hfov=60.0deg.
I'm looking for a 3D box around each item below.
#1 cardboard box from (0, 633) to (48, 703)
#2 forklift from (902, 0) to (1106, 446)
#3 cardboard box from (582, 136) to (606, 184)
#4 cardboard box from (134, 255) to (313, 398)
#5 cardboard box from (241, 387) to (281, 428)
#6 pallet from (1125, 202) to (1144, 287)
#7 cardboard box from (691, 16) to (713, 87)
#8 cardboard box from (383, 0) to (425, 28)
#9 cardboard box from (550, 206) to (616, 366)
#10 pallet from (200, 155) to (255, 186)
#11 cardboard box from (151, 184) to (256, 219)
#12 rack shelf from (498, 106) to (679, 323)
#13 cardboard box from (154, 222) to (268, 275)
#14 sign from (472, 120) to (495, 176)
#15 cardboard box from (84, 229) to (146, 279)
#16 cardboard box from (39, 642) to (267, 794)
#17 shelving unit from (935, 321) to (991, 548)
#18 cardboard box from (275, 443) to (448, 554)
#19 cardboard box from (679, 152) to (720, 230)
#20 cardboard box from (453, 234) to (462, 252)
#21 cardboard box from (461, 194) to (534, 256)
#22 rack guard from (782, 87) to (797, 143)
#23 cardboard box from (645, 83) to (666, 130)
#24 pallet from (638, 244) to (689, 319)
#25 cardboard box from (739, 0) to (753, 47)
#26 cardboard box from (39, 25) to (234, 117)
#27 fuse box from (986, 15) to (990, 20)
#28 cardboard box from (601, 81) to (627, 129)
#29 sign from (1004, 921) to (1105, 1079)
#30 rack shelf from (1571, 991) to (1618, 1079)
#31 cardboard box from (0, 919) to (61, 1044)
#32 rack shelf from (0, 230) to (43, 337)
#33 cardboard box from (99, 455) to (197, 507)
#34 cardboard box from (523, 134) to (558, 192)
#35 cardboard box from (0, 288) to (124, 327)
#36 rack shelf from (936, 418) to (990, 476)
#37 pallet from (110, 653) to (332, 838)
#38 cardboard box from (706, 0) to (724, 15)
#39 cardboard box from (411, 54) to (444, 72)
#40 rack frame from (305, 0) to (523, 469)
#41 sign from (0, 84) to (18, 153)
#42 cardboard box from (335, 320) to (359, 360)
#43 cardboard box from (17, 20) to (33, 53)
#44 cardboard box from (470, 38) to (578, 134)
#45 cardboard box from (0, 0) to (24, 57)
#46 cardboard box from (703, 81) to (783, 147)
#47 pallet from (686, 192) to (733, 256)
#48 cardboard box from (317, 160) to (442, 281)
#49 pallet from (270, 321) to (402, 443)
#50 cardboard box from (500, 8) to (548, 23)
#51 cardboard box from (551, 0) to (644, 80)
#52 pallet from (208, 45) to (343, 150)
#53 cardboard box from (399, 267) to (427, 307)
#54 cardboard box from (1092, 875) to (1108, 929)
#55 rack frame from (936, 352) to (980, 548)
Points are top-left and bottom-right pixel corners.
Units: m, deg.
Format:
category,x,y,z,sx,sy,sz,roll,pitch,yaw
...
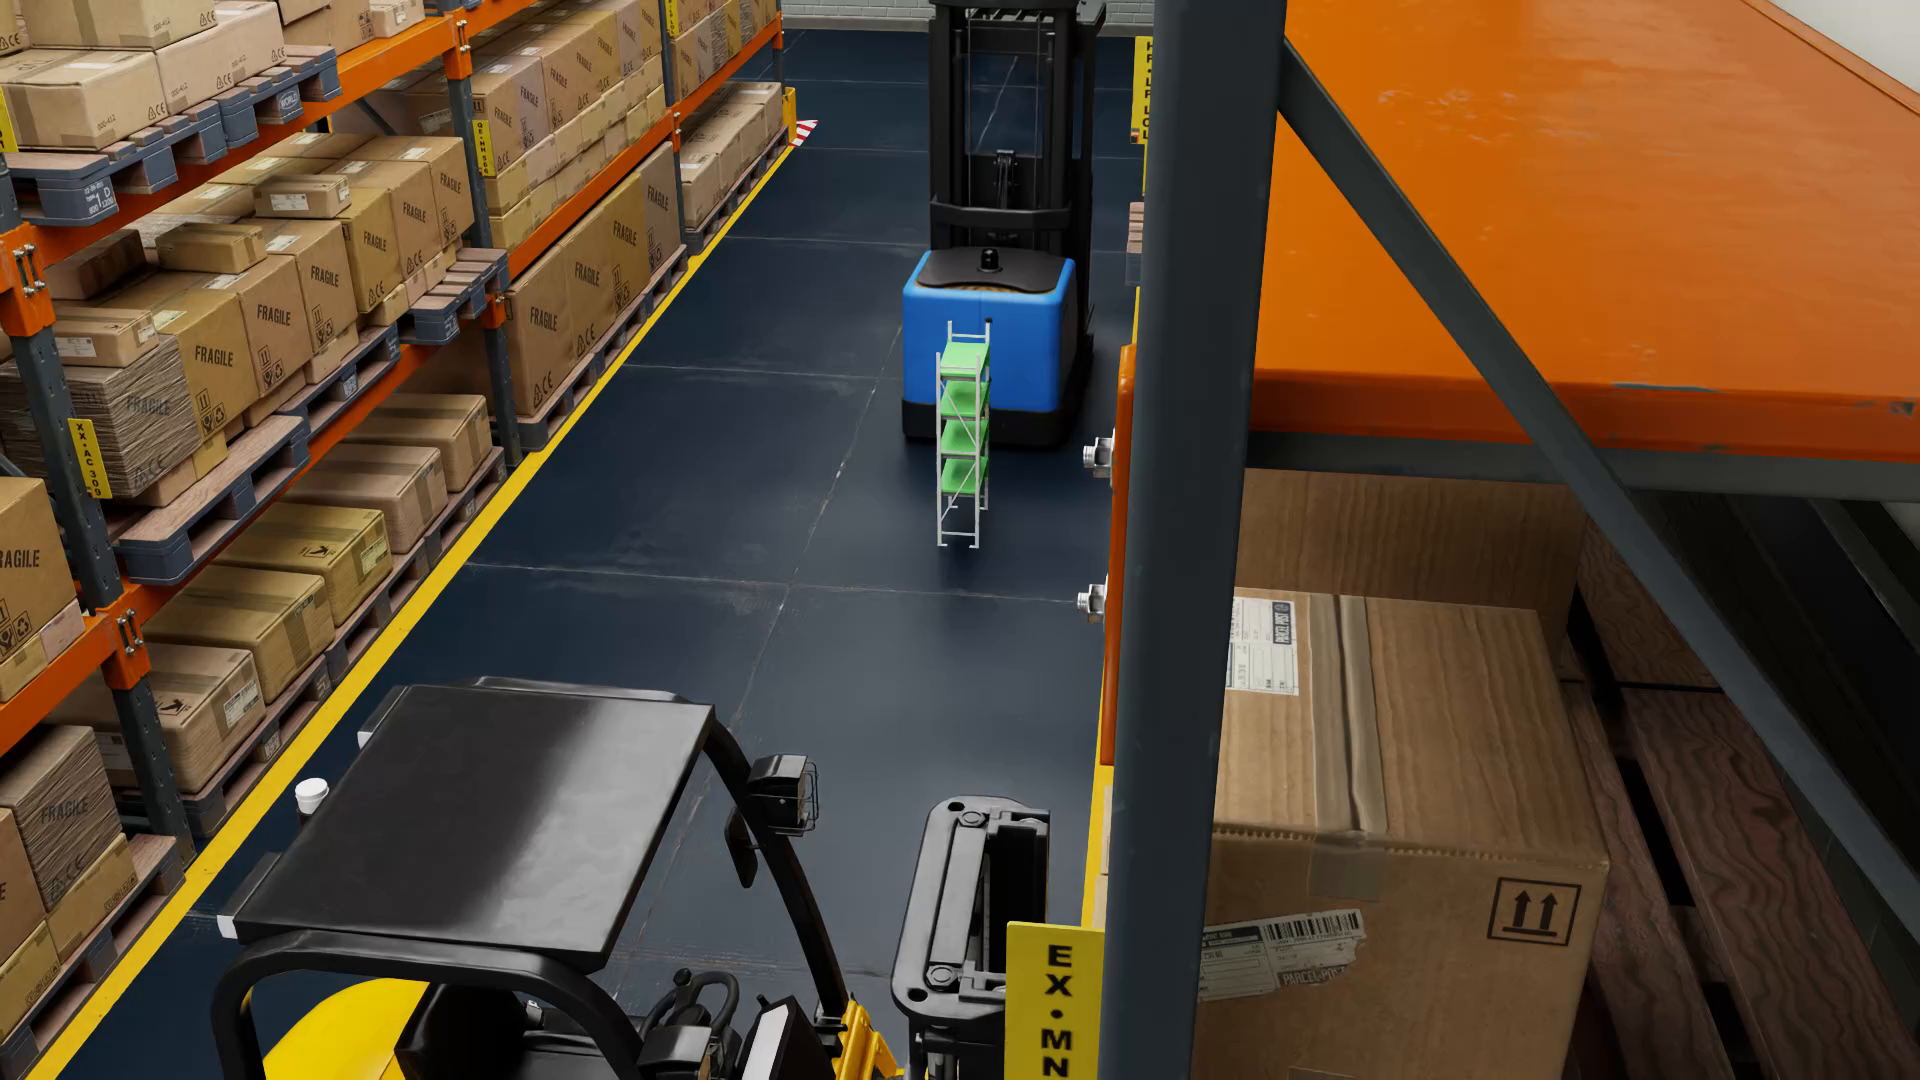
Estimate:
category,x,y,z,sx,sy,sz,roll,pitch,yaw
cardboard box,-3.567,0.447,6.022,0.380,0.149,0.250,4,29,7
forklift,0.381,-2.572,11.434,1.130,2.935,3.031,5,29,9
cardboard box,-2.834,-2.705,11.766,0.500,0.250,0.500,3,28,6
cardboard box,-3.329,-0.982,7.548,0.500,0.500,0.500,3,28,6
cardboard box,-3.353,-0.640,7.597,0.380,0.149,0.250,4,29,7
pallet,1.624,-1.785,10.103,1.213,0.211,1.003,3,28,6
cardboard box,-2.443,-4.202,14.282,0.500,0.500,0.500,4,29,7
cardboard box,-3.146,-2.883,9.040,0.380,0.149,0.250,3,28,6
cardboard box,-3.035,-1.822,11.768,0.875,0.875,0.875,4,29,7
pallet,-7.557,-3.622,16.251,1.003,0.211,1.213,3,28,6
cardboard box,-3.716,-1.498,8.507,0.500,0.500,0.500,4,29,7
rack shelf,-3.071,-2.458,11.908,1.077,0.370,4.000,3,28,6
cardboard box,-3.366,-1.314,7.480,0.380,0.149,0.250,5,29,9
sign,-2.776,-2.281,9.684,0.100,0.325,0.005,3,28,6
cardboard box,-3.892,-1.282,7.421,0.380,0.149,0.250,2,28,4
cardboard box,-3.744,0.775,7.477,0.950,0.372,0.625,4,29,7
shelving unit,0.020,-0.606,9.610,0.258,1.200,0.503,3,28,6
cardboard box,-3.477,-0.248,9.375,0.950,0.372,0.625,3,28,5
cardboard box,-2.642,-3.062,14.530,0.875,0.438,0.875,3,28,5
cardboard box,-3.122,-1.739,9.638,0.380,0.149,0.250,4,29,8
cardboard box,-3.006,-1.983,10.426,0.500,0.250,0.500,3,28,5
rack guard,-2.333,-4.510,17.594,1.175,0.500,0.348,3,28,6
cardboard box,-2.630,-3.424,13.101,0.500,0.250,0.500,3,28,5
pallet,-2.845,-2.121,13.464,1.003,0.211,1.213,3,28,6
cardboard box,-2.262,-4.922,15.619,0.500,0.500,0.500,4,29,8
cardboard box,-3.275,-1.880,6.630,0.500,0.250,0.500,3,28,6
fuse box,0.399,-7.496,21.861,0.539,1.711,0.414,3,28,6
cardboard box,-2.750,-3.168,12.100,0.500,0.250,0.500,4,29,7
sign,0.094,0.506,1.636,0.100,0.325,0.005,3,28,6
rack shelf,0.876,0.274,3.674,1.077,0.370,4.000,3,28,6
cardboard box,-3.667,1.621,6.036,0.500,0.250,0.500,3,28,5
rack shelf,-4.051,-0.013,4.207,1.077,0.370,4.000,3,28,6
cardboard box,-3.425,-0.266,6.904,0.380,0.149,0.250,4,29,7
cardboard box,-2.944,-2.455,10.774,0.500,0.250,0.500,4,29,7
cardboard box,-3.918,-0.774,7.163,0.500,0.500,0.500,4,29,6
rack shelf,0.020,-0.550,9.640,0.258,0.148,0.480,3,28,6
pallet,-3.712,0.911,7.837,1.003,0.211,1.213,3,28,6
cardboard box,-2.385,-4.888,14.501,0.500,0.500,0.500,4,29,7
cardboard box,-3.457,-2.818,10.658,0.500,0.500,0.500,4,29,7
rack frame,-3.316,-1.833,9.990,1.000,3.000,0.127,3,28,6
sign,-3.266,-1.470,5.609,0.100,0.325,0.005,3,28,6
cardboard box,-3.234,-1.005,8.276,0.380,0.149,0.250,2,28,5
cardboard box,-3.811,-1.911,6.687,0.500,0.250,0.500,4,29,7
cardboard box,-2.883,-3.012,11.018,0.500,0.500,0.500,4,29,8
cardboard box,-3.861,-1.890,6.121,0.500,0.250,0.500,4,29,7
cardboard box,-2.317,-4.339,16.900,0.875,0.438,0.875,2,28,4
pallet,-2.655,-2.842,14.802,1.003,0.211,1.213,3,28,6
cardboard box,-3.148,-1.719,8.916,0.500,0.500,0.500,3,28,5
pallet,-3.518,-0.814,8.301,1.003,0.211,1.213,3,28,6
cardboard box,-3.264,-3.533,11.985,0.500,0.500,0.500,3,28,5
cardboard box,-2.687,-3.731,12.354,0.500,0.500,0.500,4,29,7
pallet,-3.501,-1.961,7.262,1.213,0.211,1.003,3,28,6
cardboard box,-3.109,-1.370,8.952,0.380,0.149,0.250,2,28,4
cardboard box,0.677,1.372,5.444,0.500,0.250,0.500,3,28,6
rack frame,-0.010,-0.491,9.397,0.240,1.200,0.015,3,28,6
